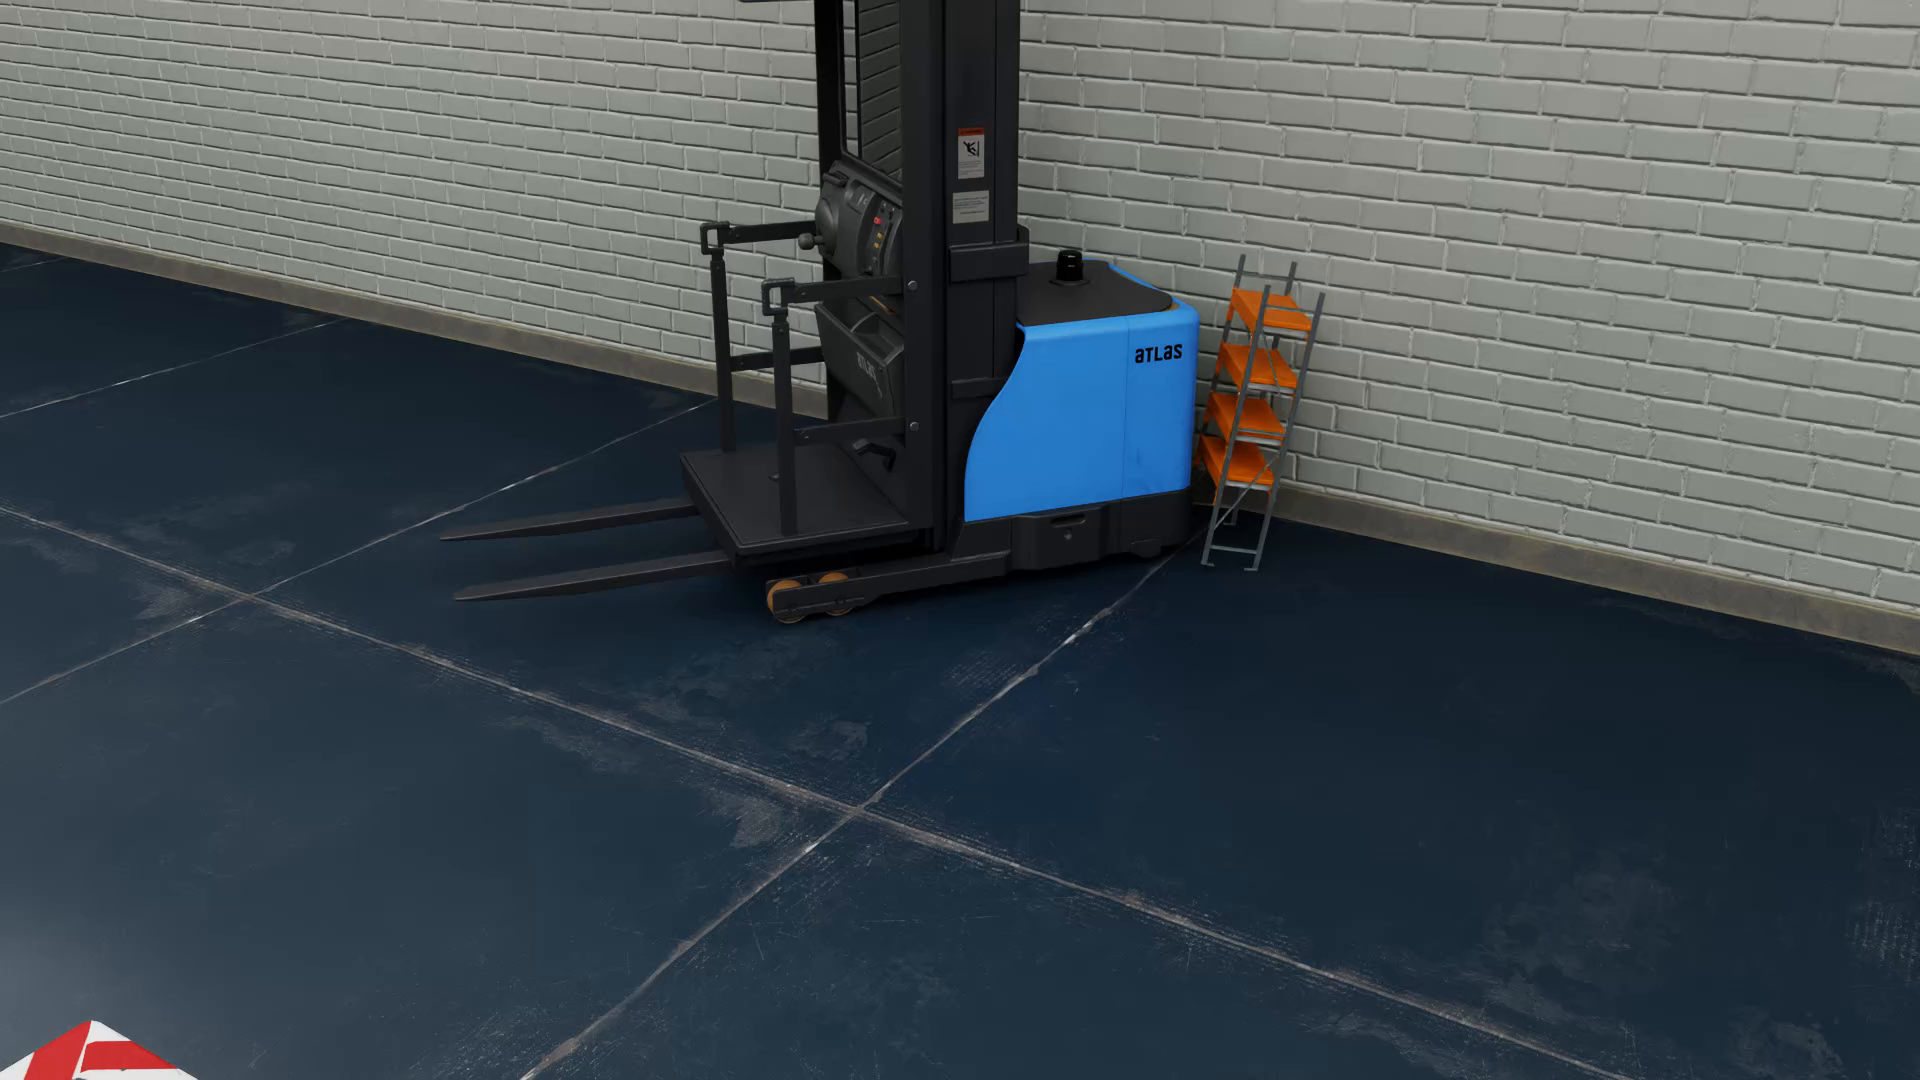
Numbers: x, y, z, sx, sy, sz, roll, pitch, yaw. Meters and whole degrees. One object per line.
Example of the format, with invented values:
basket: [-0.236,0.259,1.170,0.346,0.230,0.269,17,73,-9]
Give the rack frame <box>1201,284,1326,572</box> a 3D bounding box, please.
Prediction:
rack frame: [1.213,-0.431,6.699,0.240,1.200,0.015,7,23,-6]

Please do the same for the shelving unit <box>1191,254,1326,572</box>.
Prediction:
shelving unit: [1.203,-0.528,6.923,0.258,1.200,0.503,7,23,-6]

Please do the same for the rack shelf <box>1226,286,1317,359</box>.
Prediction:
rack shelf: [1.263,-0.885,6.770,0.258,0.148,0.480,7,23,-6]

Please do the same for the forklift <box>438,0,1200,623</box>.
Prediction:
forklift: [-0.584,-1.256,6.463,3.031,2.935,1.130,-9,25,-19]

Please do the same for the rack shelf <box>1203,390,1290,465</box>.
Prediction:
rack shelf: [1.193,-0.467,6.949,0.258,0.148,0.480,7,23,-6]

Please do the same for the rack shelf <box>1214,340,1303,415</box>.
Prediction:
rack shelf: [1.227,-0.670,6.862,0.258,0.148,0.480,7,23,-6]

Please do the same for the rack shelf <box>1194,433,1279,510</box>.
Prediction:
rack shelf: [1.163,-0.287,7.026,0.258,0.148,0.480,7,23,-6]

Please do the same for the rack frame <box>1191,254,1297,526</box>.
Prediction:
rack frame: [1.194,-0.625,7.146,0.240,1.200,0.015,7,23,-6]
